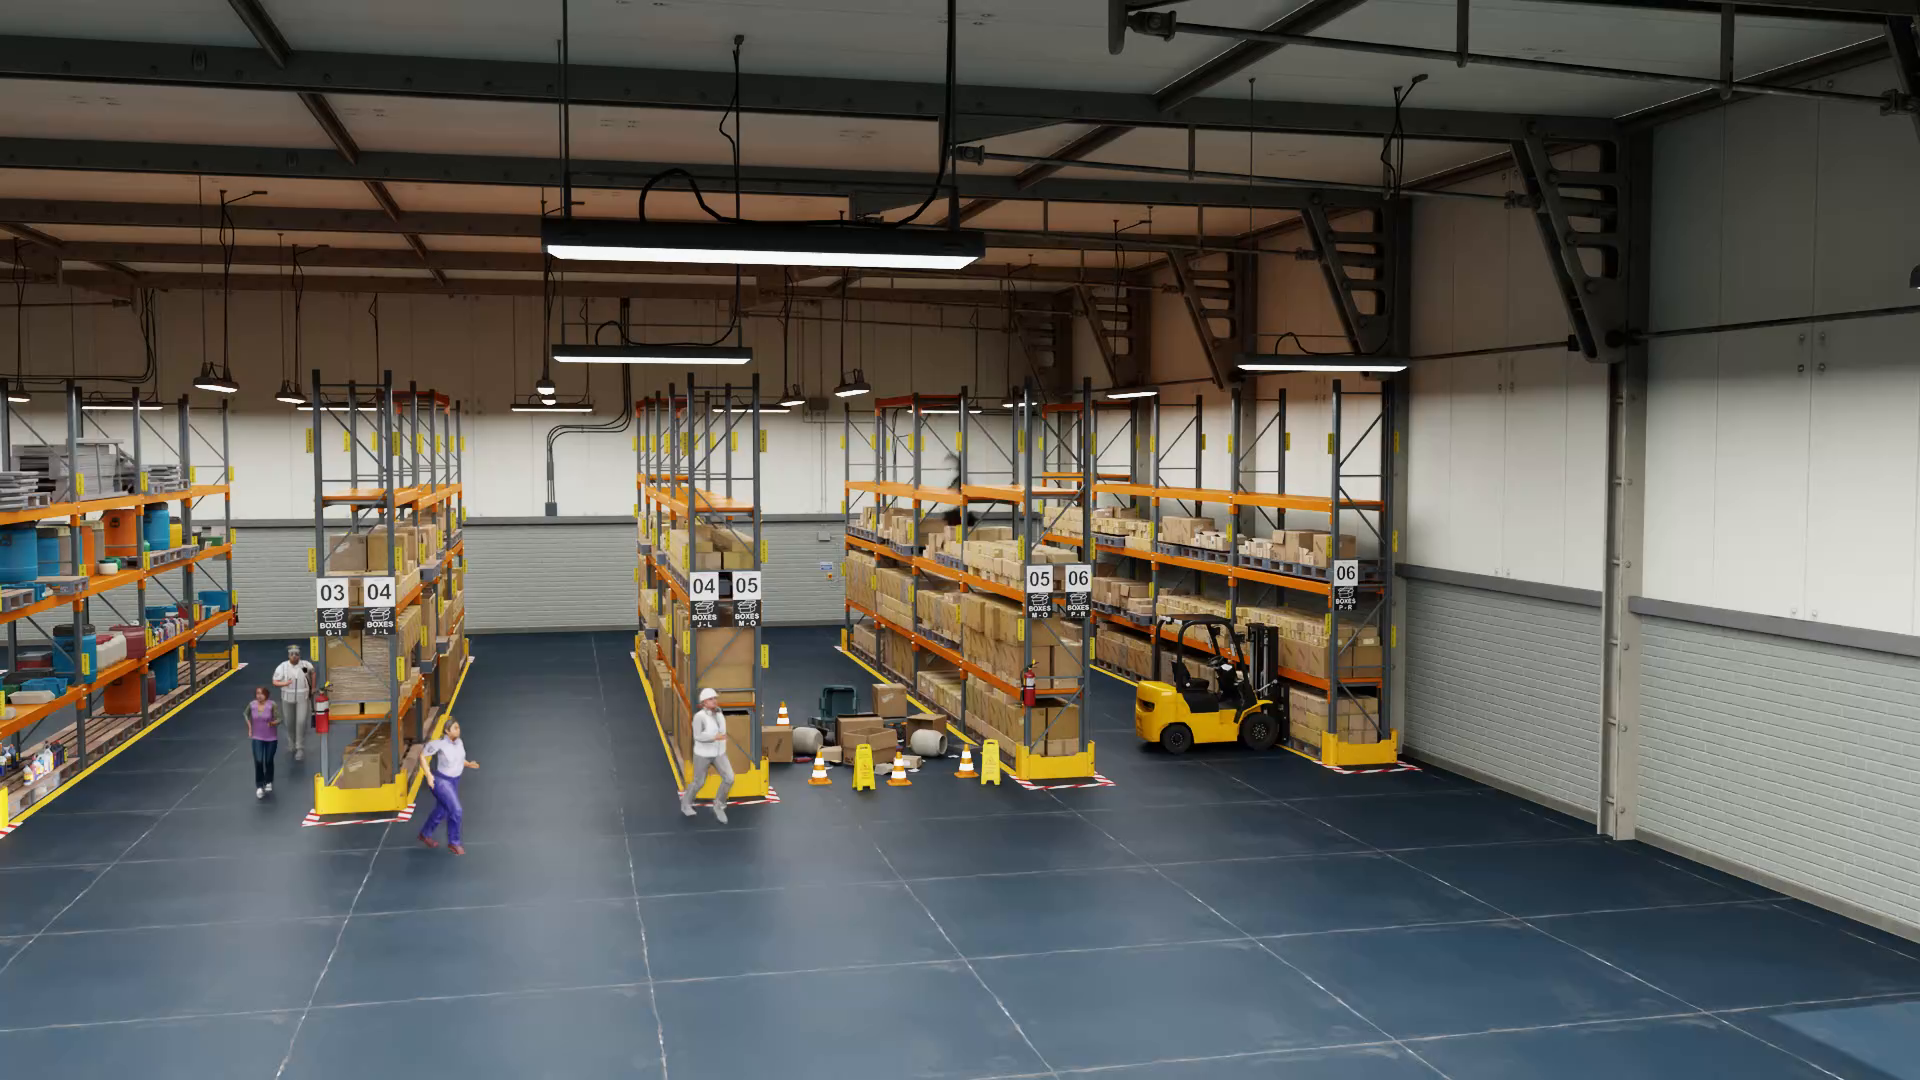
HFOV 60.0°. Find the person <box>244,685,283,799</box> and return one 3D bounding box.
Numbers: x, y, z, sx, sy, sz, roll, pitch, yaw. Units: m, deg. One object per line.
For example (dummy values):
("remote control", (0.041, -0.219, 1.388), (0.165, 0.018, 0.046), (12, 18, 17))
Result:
("person", (-9.863, 2.857, 23.549), (0.535, 1.621, 0.741), (-1, 3, -16))

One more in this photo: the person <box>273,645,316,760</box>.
("person", (-10.642, 2.556, 26.613), (0.650, 1.795, 0.959), (-1, 4, -21))

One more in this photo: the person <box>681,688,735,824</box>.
("person", (-3.312, 2.848, 22.024), (0.878, 1.802, 0.659), (3, 4, 43))

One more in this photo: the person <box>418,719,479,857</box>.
("person", (-6.296, 3.029, 20.354), (0.854, 1.699, 0.527), (1, 3, 14))
